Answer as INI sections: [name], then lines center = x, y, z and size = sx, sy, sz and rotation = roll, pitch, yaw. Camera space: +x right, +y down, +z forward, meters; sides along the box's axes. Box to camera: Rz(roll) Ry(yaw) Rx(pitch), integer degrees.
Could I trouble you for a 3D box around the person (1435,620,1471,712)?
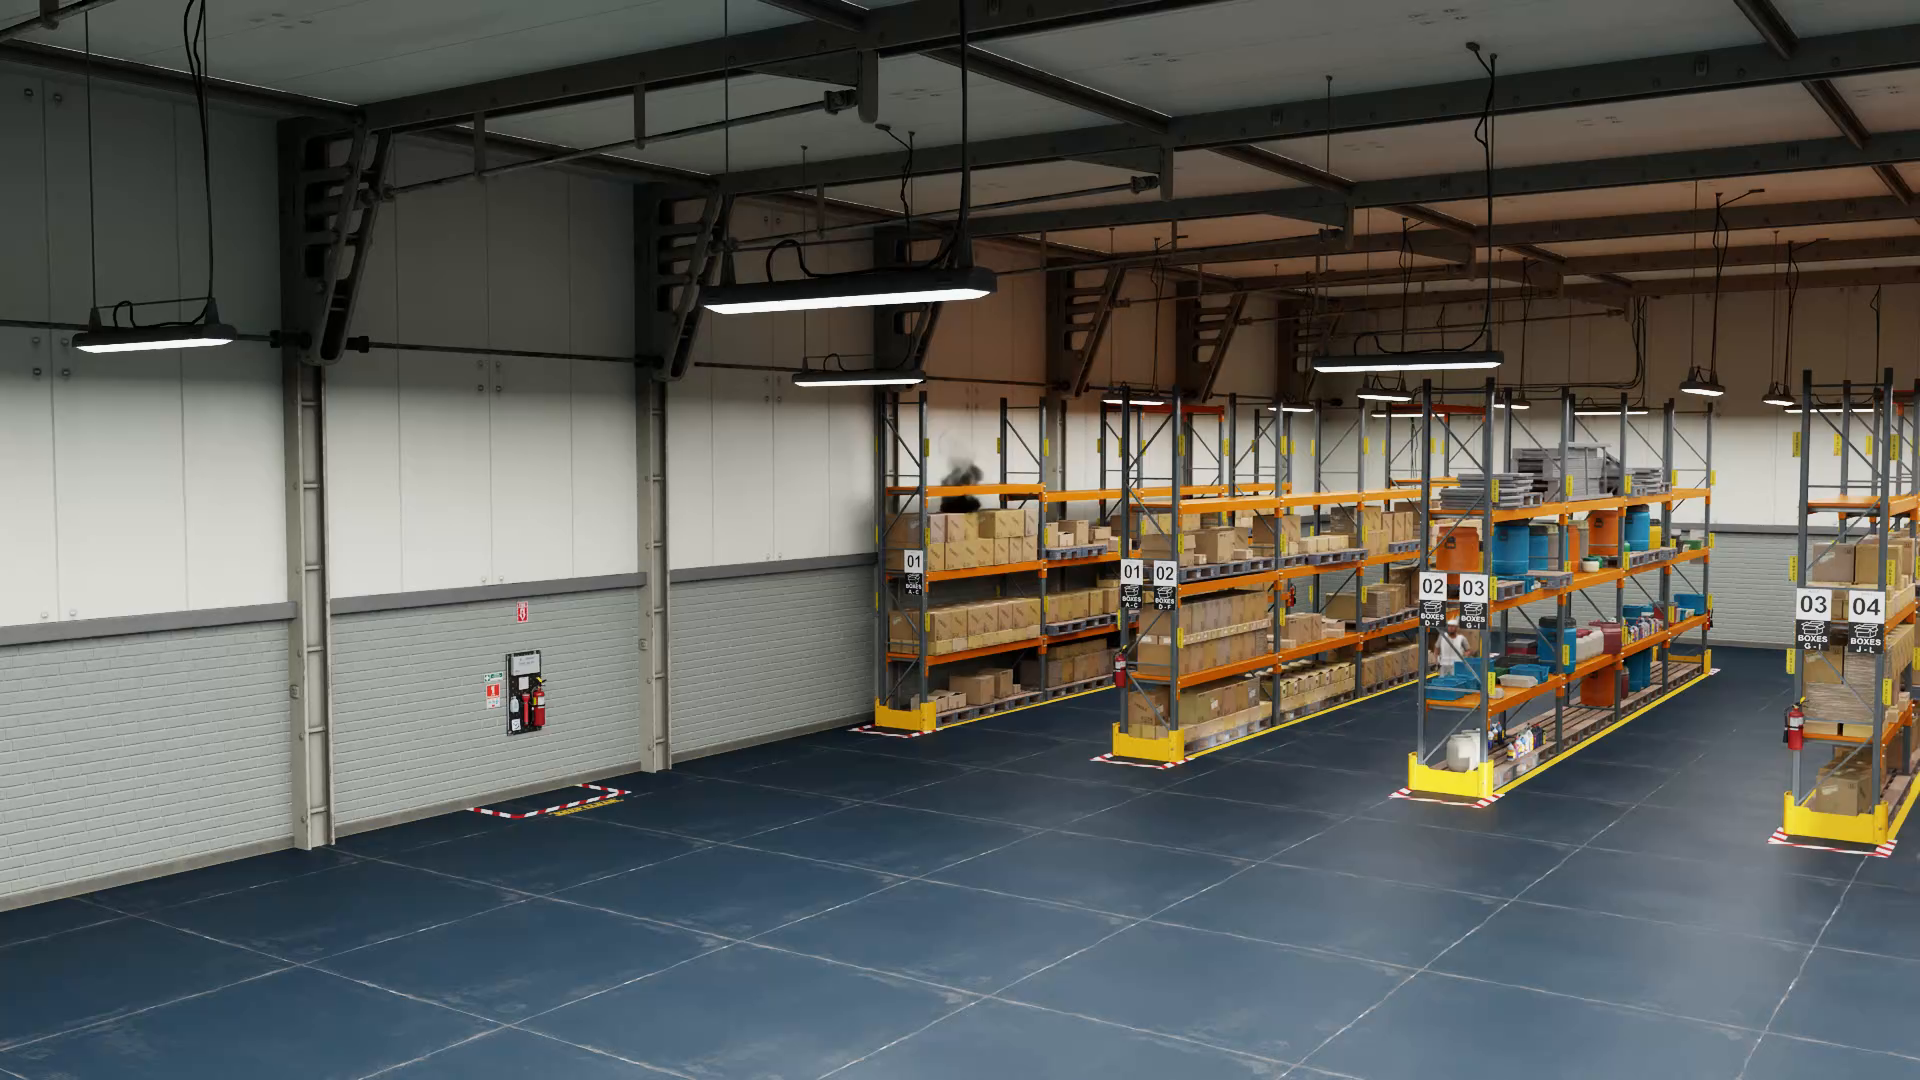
[person]
center = 9.358, 2.380, 31.625
size = 0.682, 1.733, 0.625
rotation = 2, 4, 27
